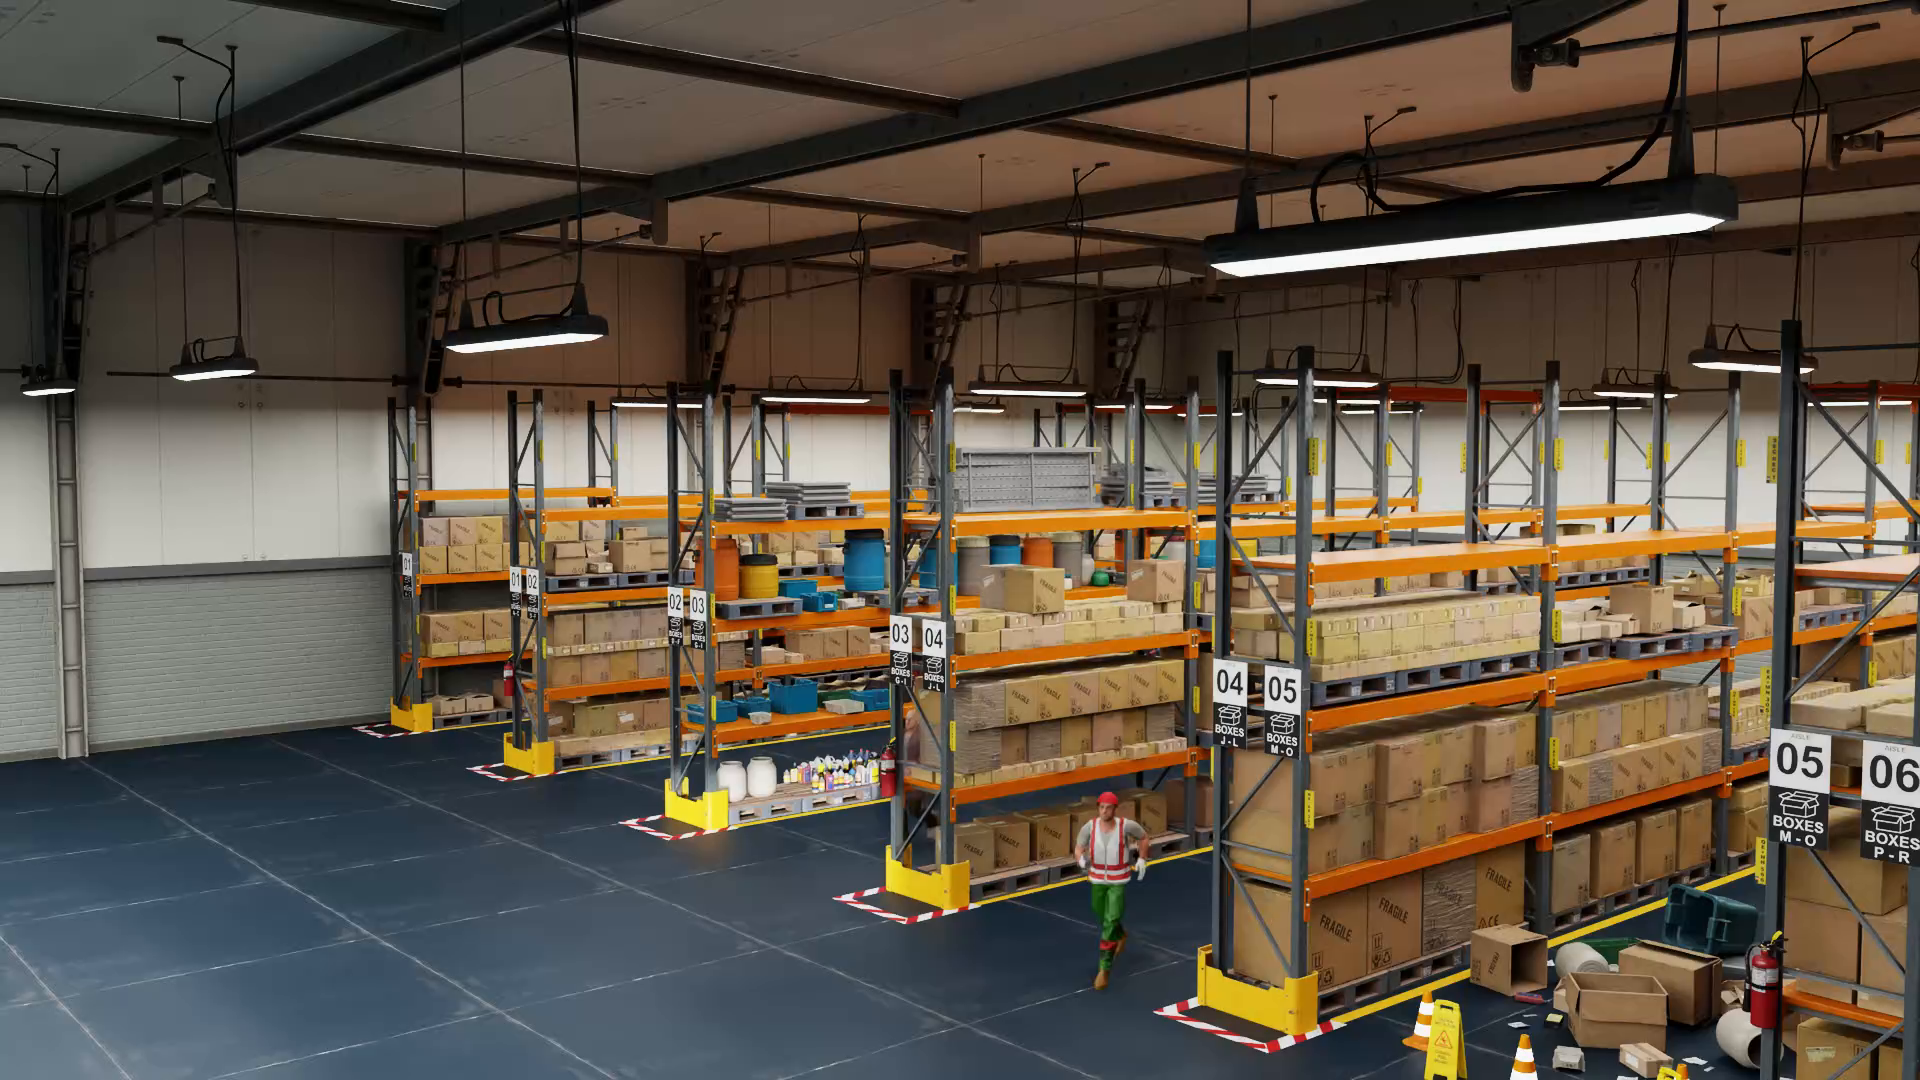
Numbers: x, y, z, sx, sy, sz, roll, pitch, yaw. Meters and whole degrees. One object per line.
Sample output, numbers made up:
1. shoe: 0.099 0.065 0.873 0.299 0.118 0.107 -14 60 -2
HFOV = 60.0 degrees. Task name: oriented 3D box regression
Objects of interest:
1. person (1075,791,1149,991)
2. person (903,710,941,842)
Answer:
1. person: 1.451 3.325 16.119 0.691 1.808 1.011 1 4 20
2. person: -0.622 3.046 21.236 0.735 1.758 0.922 2 4 35
